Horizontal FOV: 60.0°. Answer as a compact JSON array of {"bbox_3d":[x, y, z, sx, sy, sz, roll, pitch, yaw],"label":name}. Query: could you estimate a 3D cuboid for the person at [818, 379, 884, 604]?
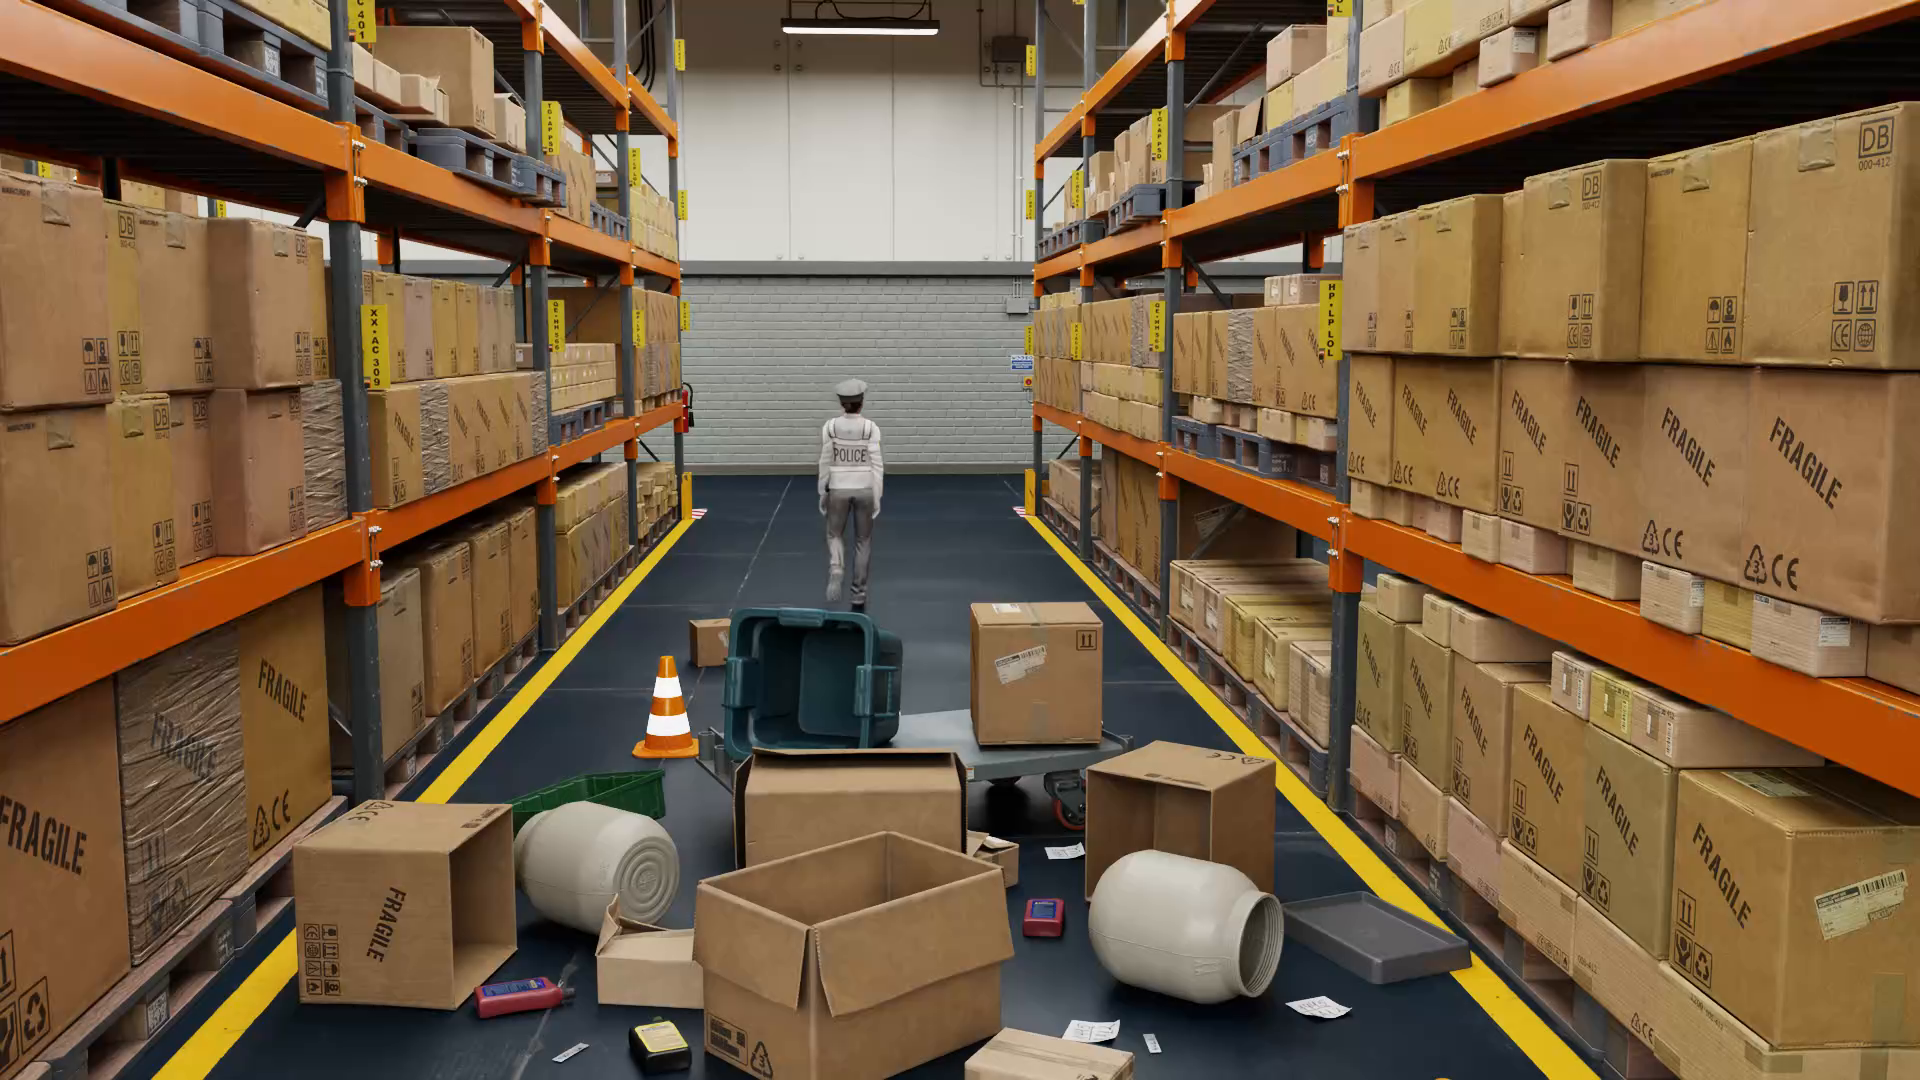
[{"bbox_3d":[-0.803,-0.341,12.224,0.493,1.677,0.595,0,7,1],"label":"person"}]
